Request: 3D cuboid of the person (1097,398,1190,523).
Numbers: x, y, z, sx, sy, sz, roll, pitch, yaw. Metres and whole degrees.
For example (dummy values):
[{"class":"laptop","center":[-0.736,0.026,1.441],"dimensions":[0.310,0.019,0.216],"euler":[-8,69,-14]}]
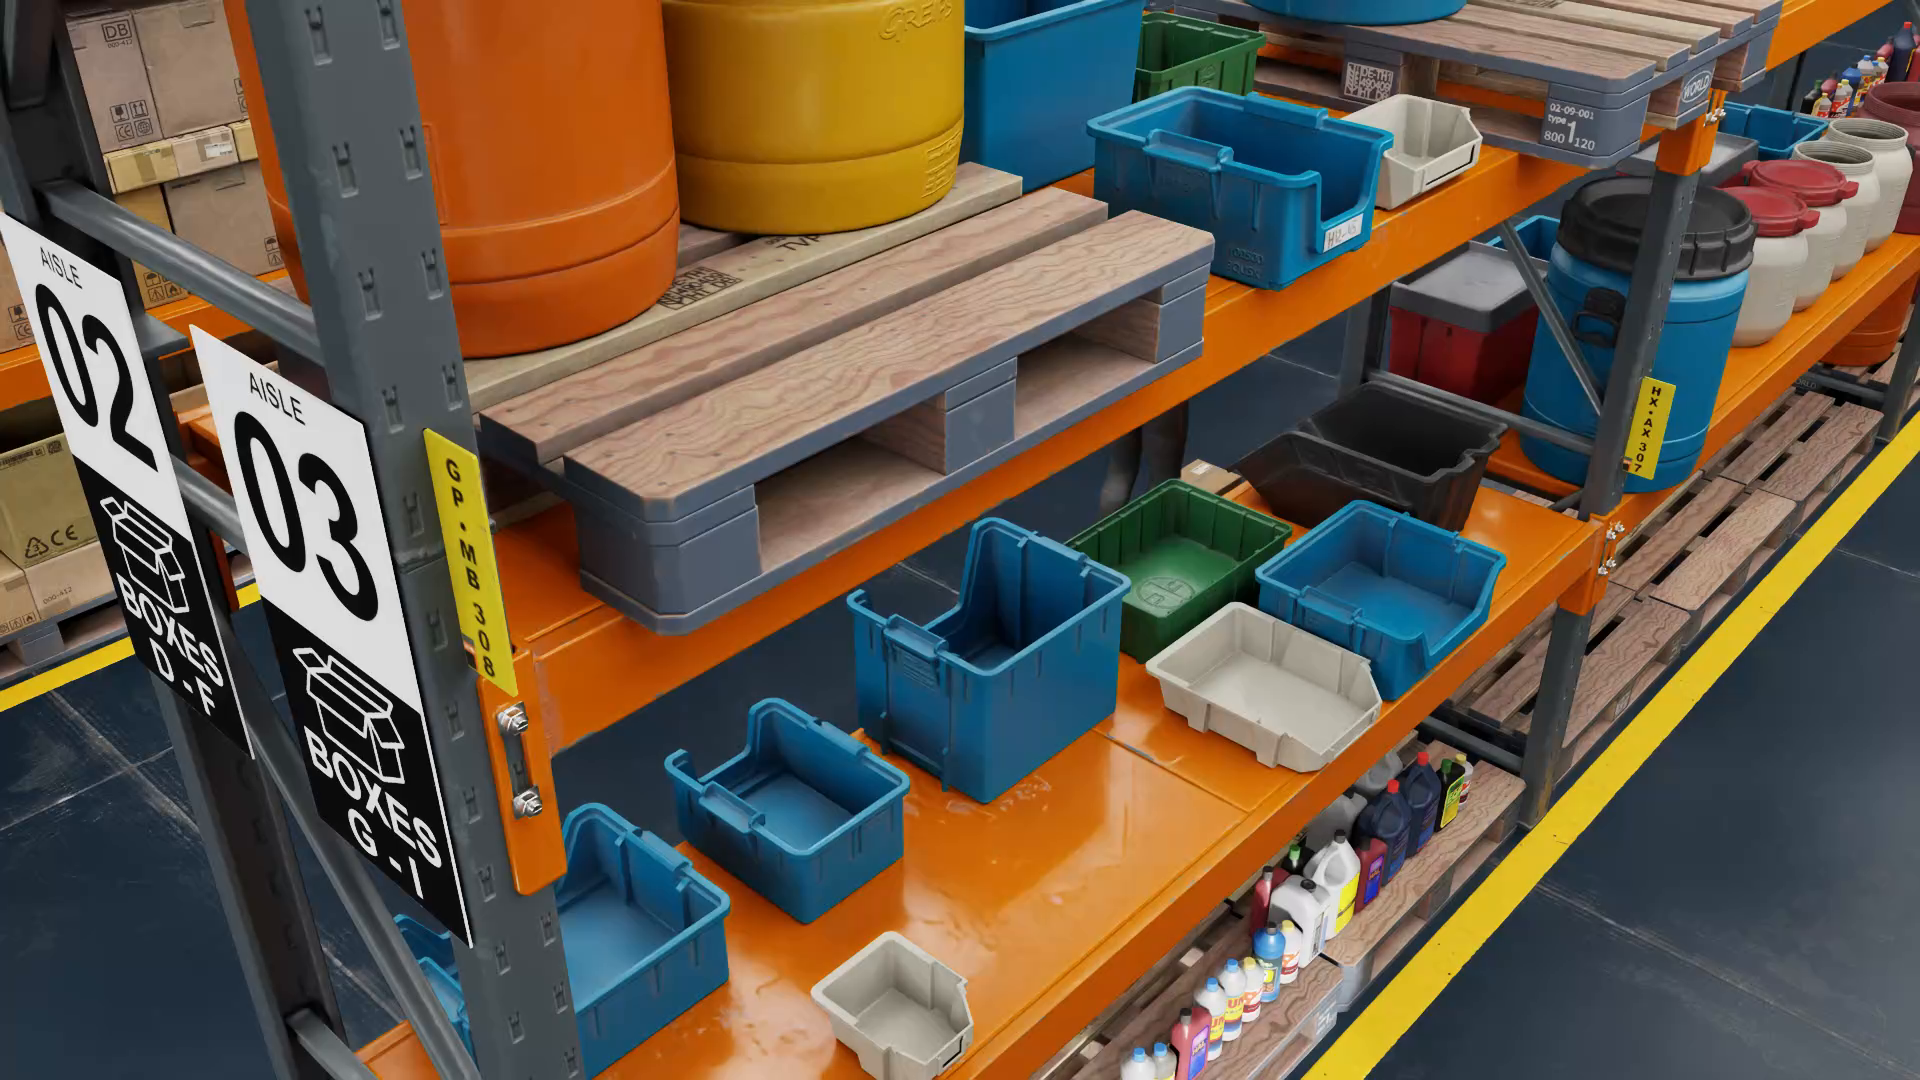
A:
[{"class":"person","center":[0.796,-0.598,7.120],"dimensions":[0.436,1.661,0.309],"euler":[26,40,36]}]
